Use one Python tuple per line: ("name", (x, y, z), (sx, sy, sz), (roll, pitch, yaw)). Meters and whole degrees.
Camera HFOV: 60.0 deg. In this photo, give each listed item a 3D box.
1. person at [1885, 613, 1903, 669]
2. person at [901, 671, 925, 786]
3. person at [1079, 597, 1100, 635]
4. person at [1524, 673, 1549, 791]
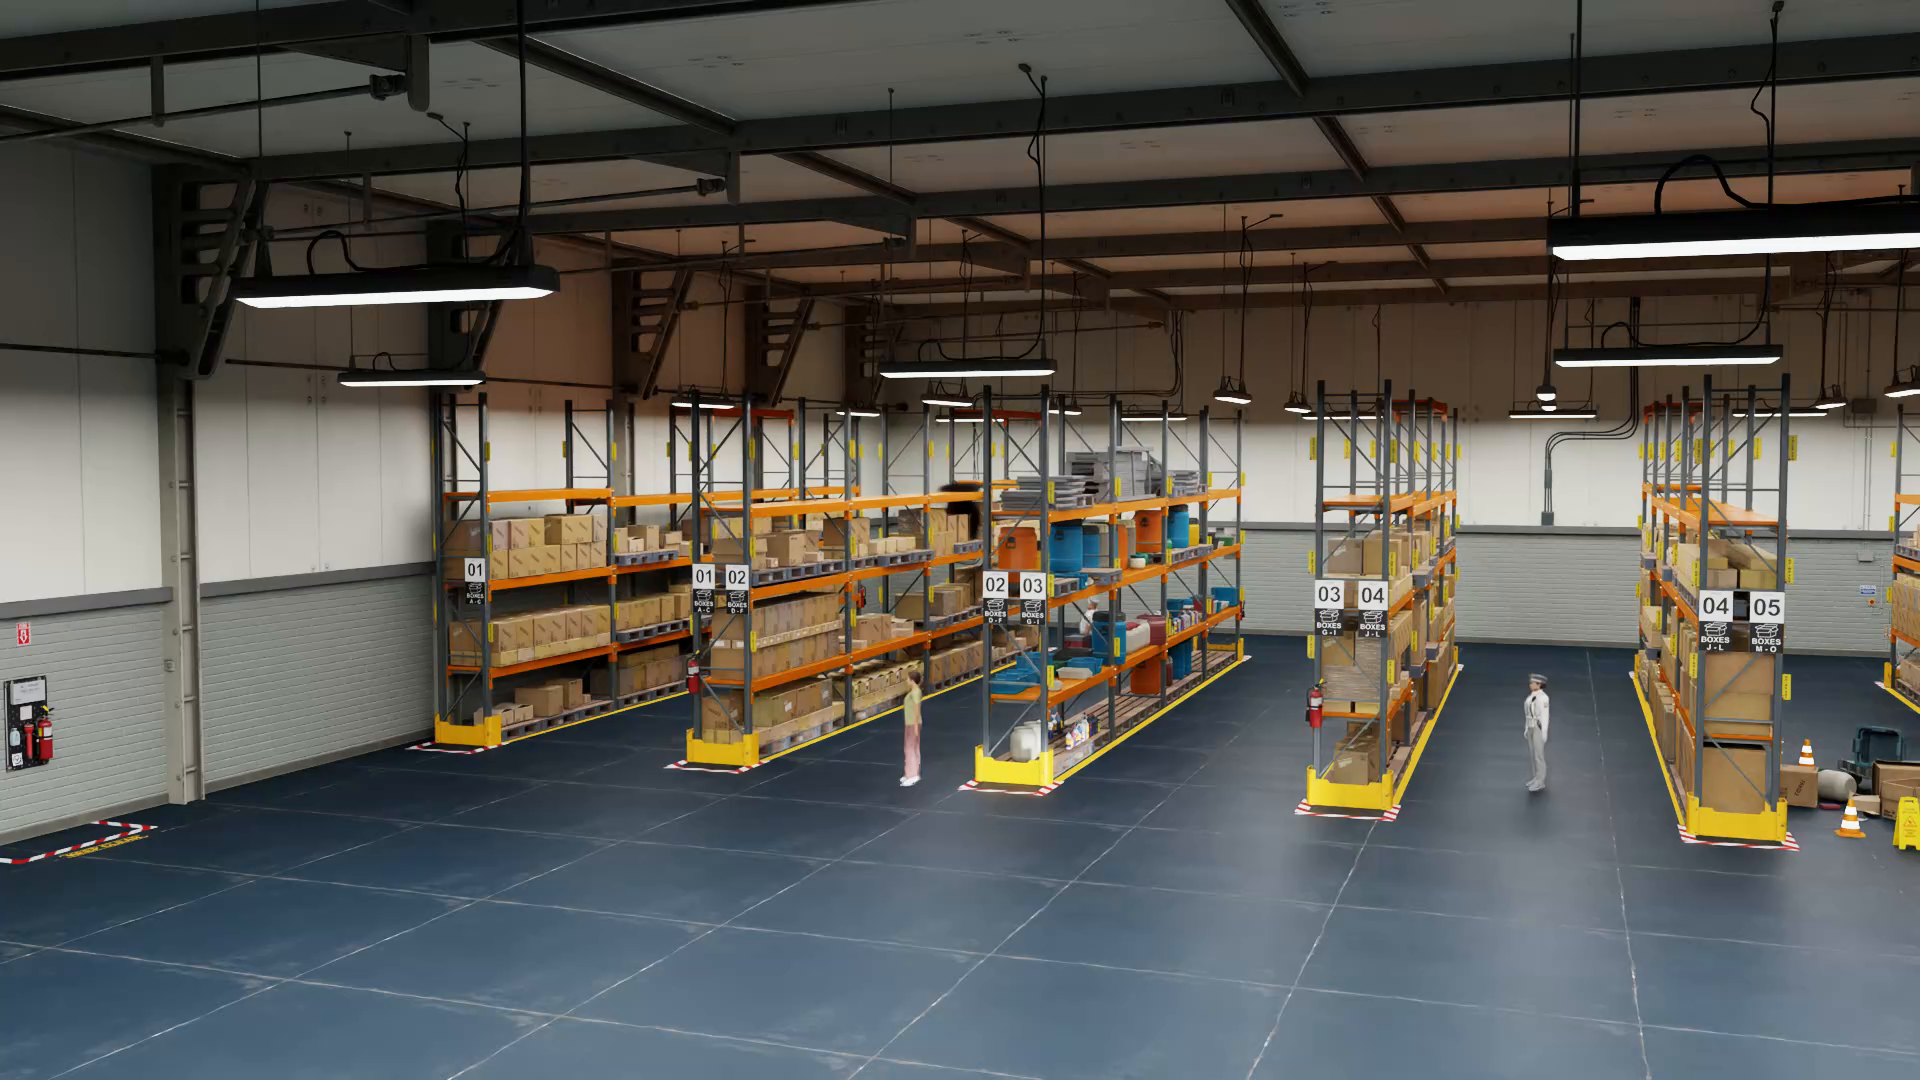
("person", (21.437, 2.128, 38.097), (0.491, 1.681, 0.445), (0, 3, -2))
("person", (-0.714, 2.846, 25.156), (0.375, 1.731, 0.540), (0, 3, 1))
("person", (2.736, 2.094, 35.562), (0.496, 1.762, 0.600), (0, 3, -3))
("person", (8.573, 2.844, 24.787), (0.406, 1.700, 0.585), (0, 3, -4))
